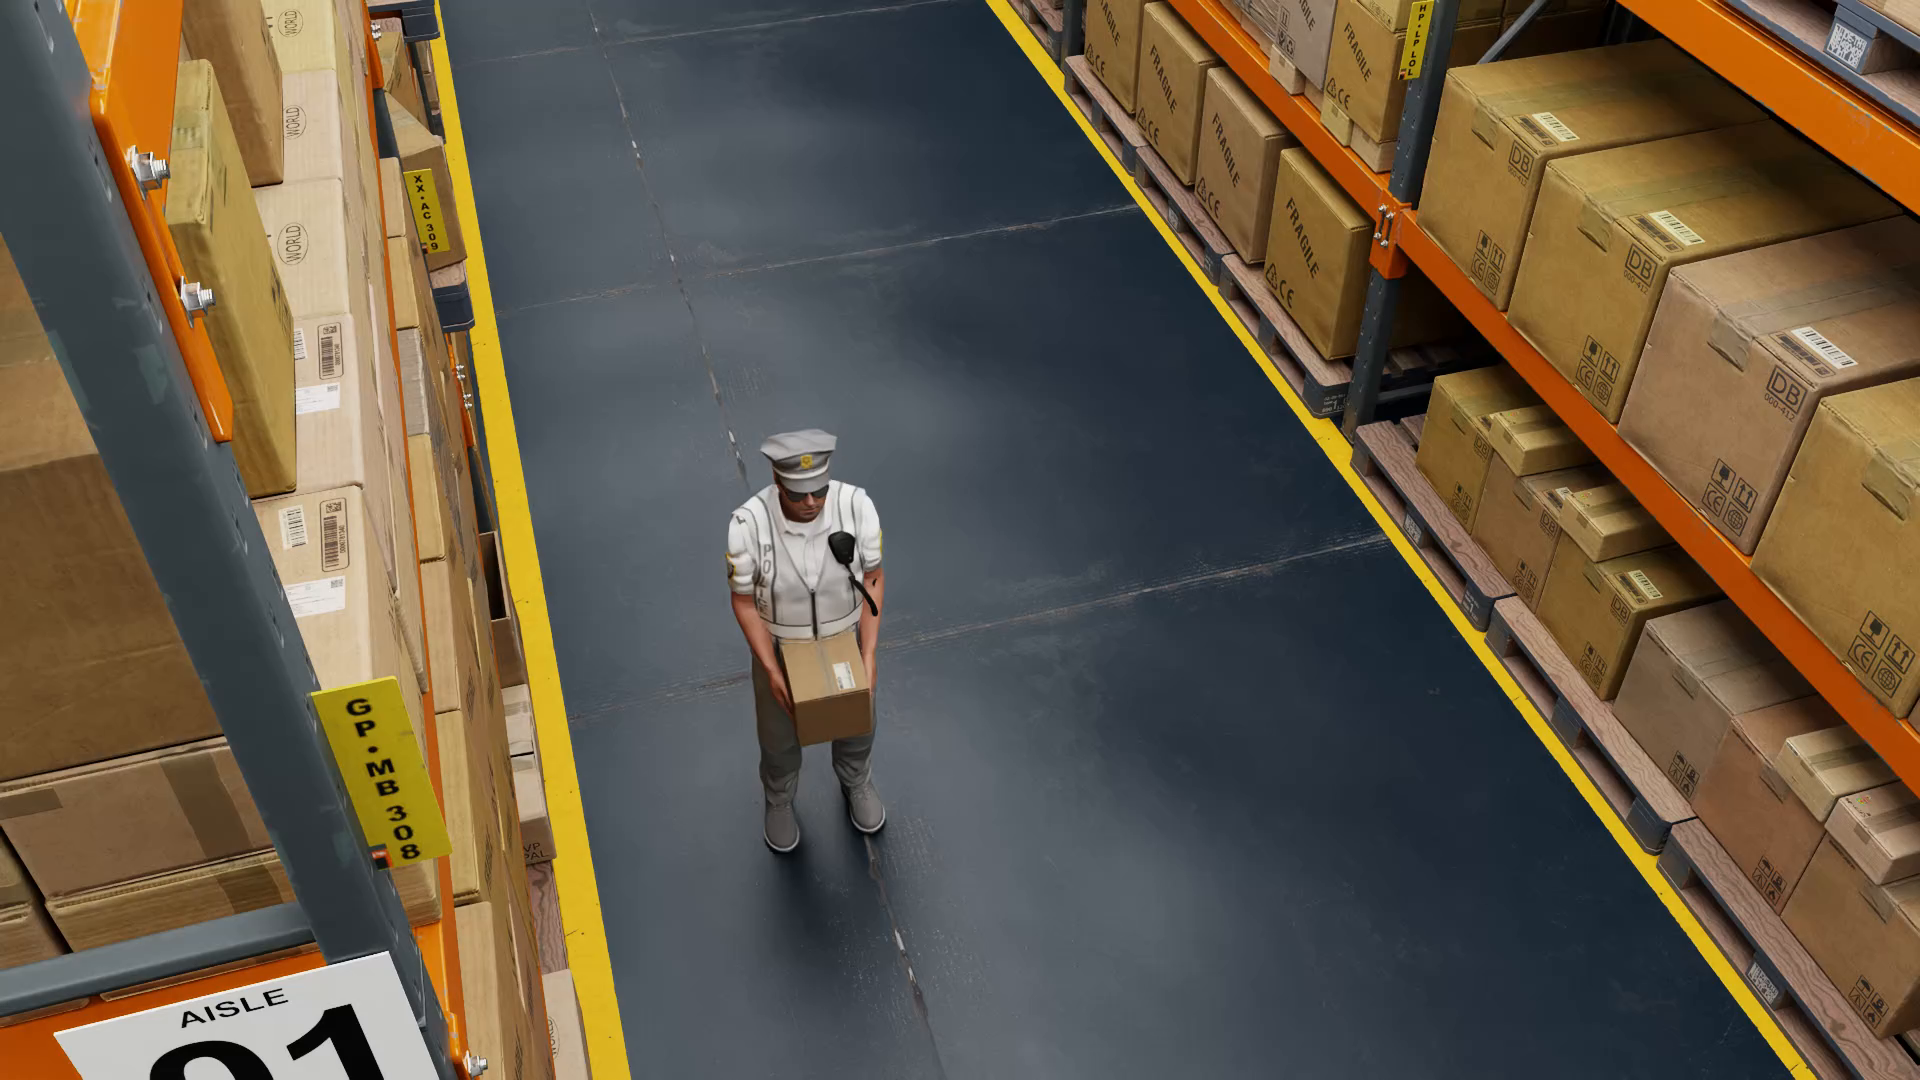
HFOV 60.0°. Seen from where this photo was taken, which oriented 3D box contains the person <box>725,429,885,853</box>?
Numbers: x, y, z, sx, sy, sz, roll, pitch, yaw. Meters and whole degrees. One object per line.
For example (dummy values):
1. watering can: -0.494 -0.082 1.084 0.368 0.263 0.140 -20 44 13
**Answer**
1. person: -0.498 0.371 5.723 0.530 1.772 0.513 -10 43 -11
